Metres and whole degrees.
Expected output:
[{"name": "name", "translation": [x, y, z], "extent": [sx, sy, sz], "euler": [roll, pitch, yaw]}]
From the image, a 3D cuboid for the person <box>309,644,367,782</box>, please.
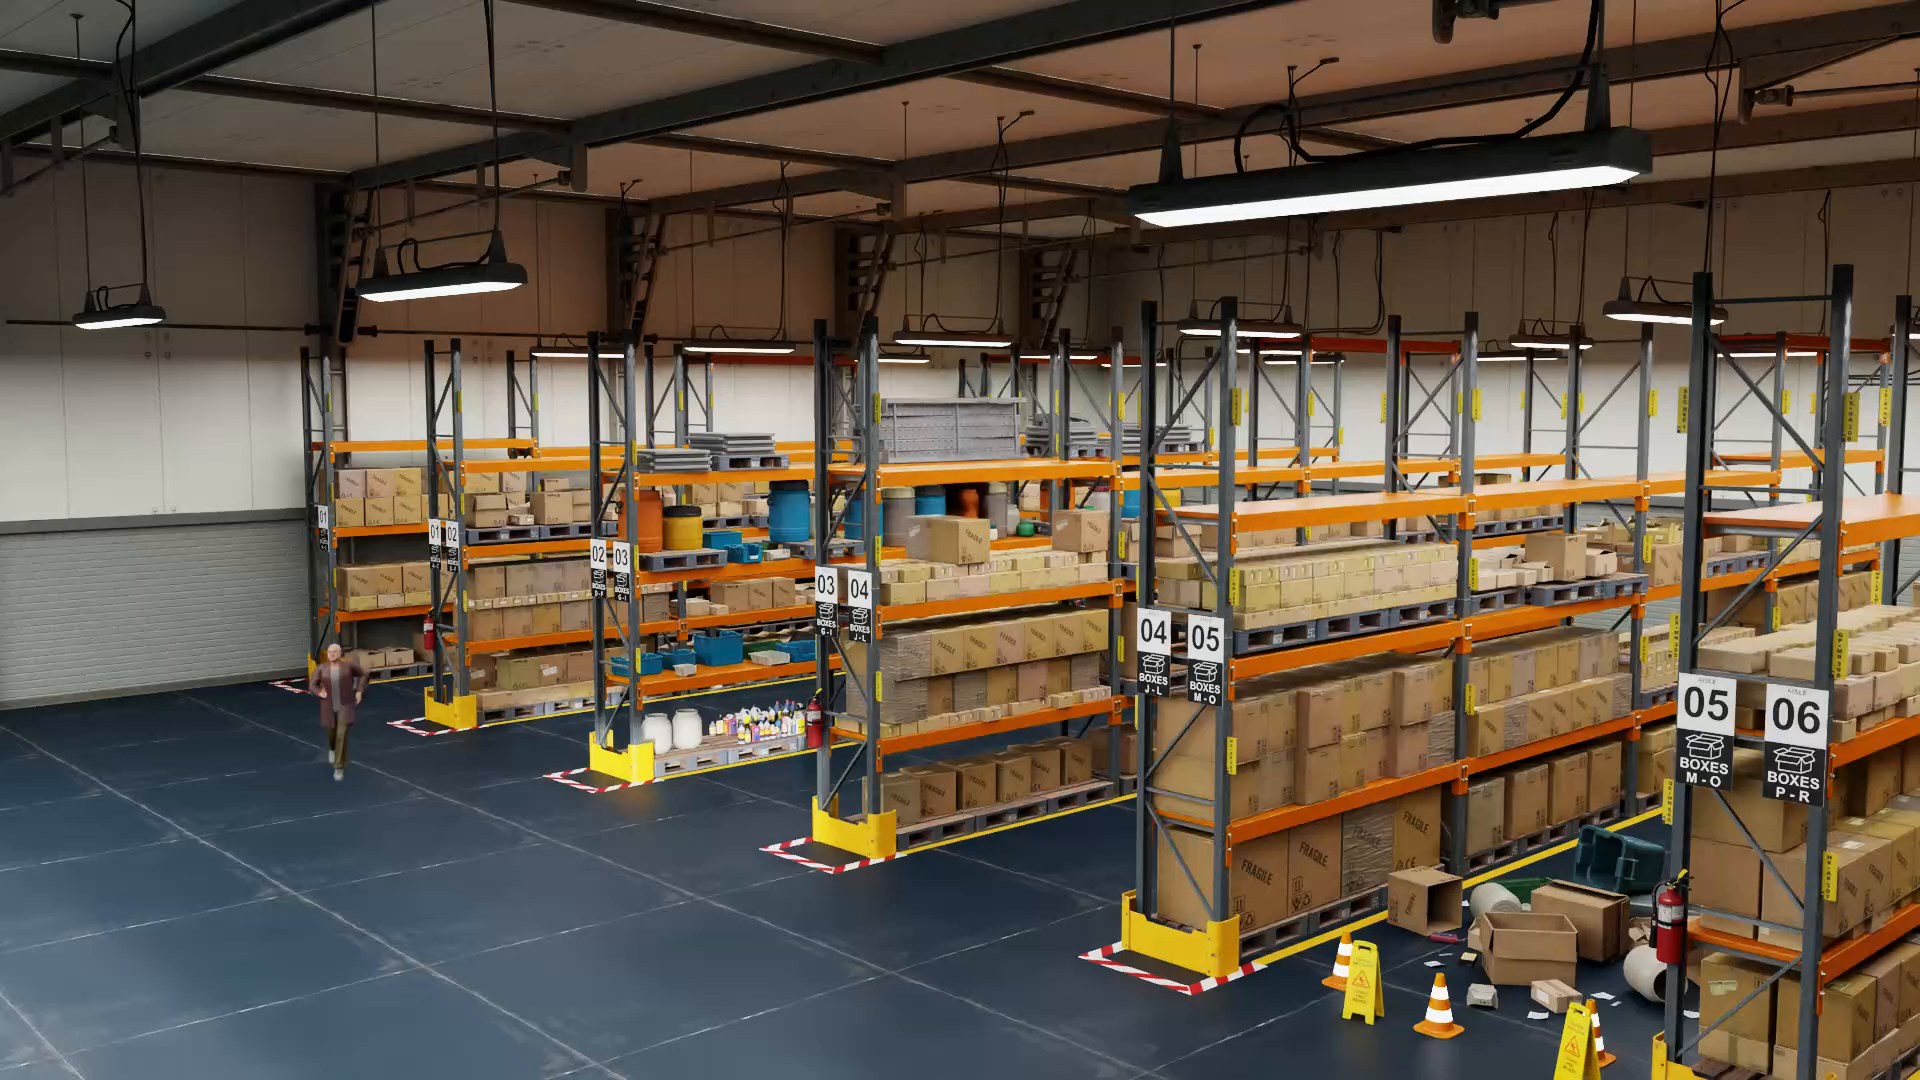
[{"name": "person", "translation": [-8.450, 2.300, 22.602], "extent": [0.718, 1.786, 1.047], "euler": [-1, 5, -11]}]
